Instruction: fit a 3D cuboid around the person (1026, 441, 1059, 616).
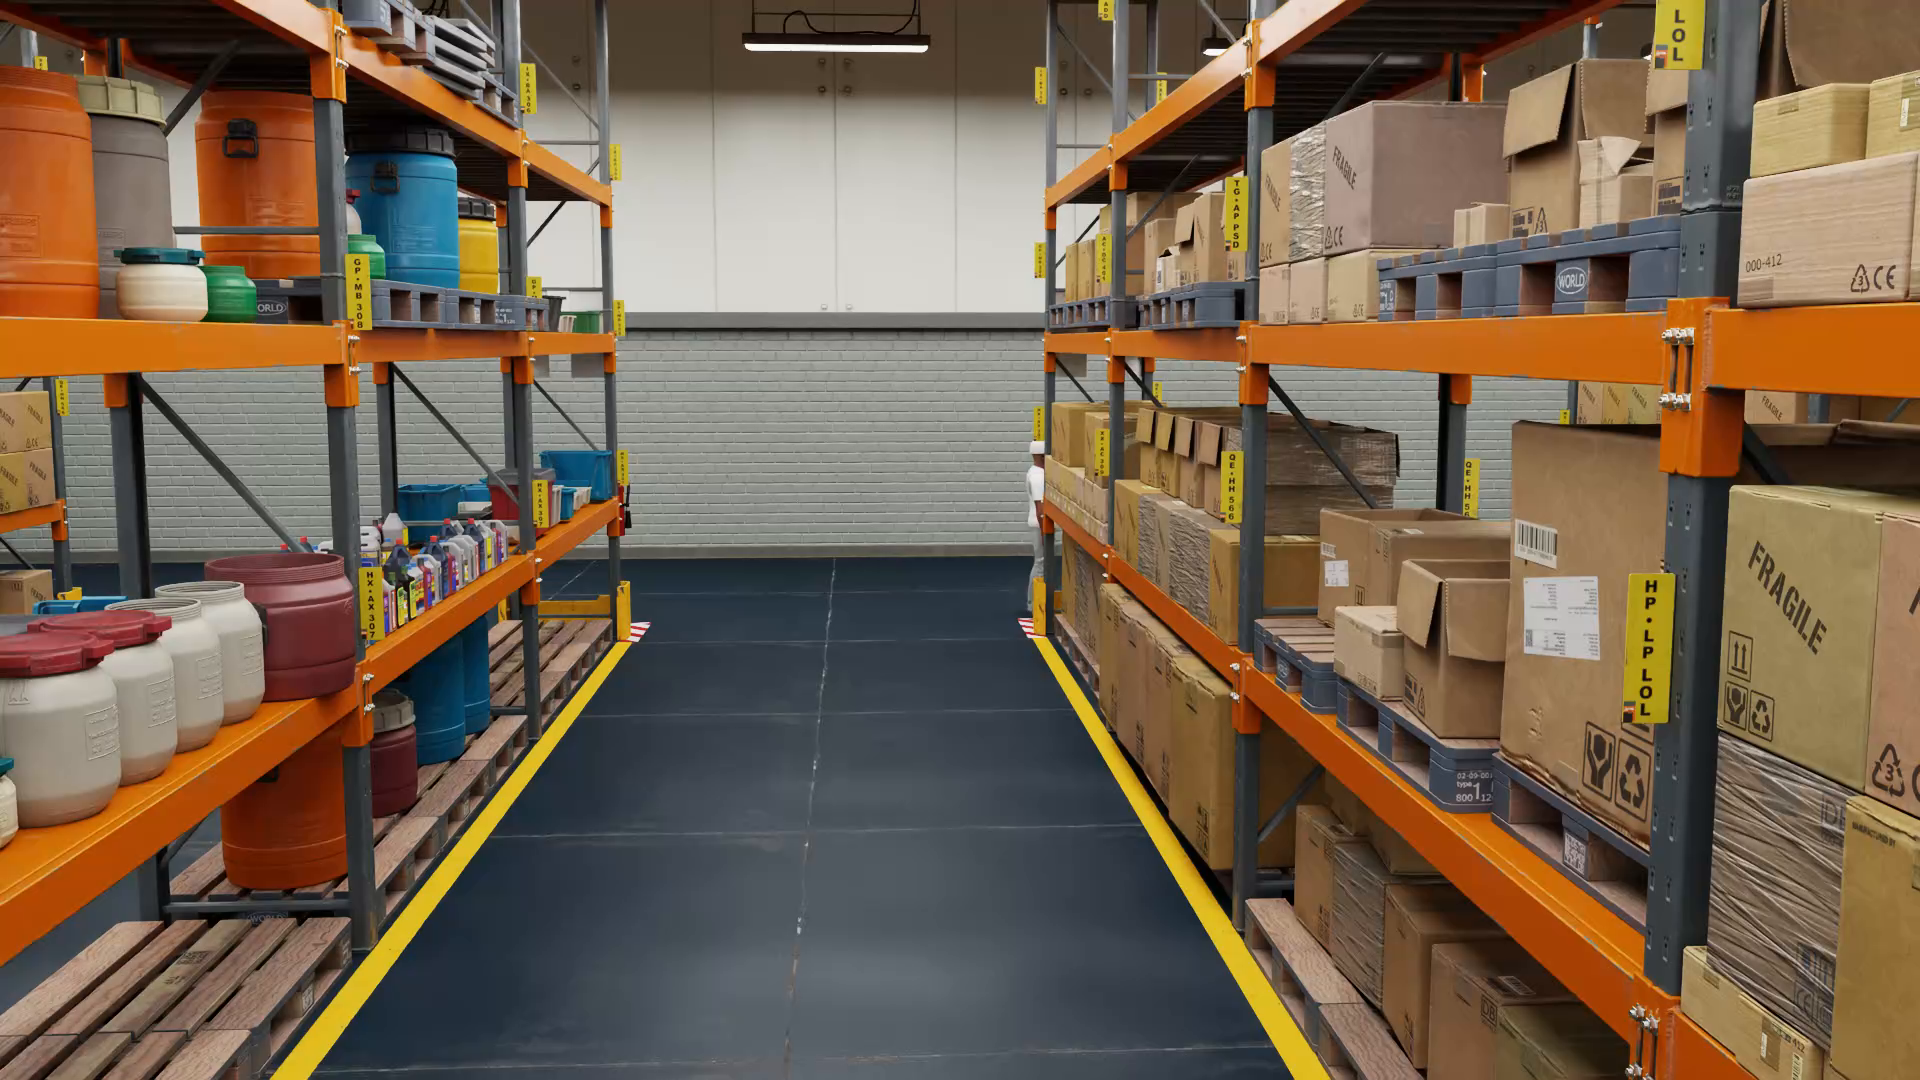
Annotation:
[{"bbox_3d":[0.844,-0.122,16.686,0.362,1.781,0.569,0,7,4],"label":"person"}]
